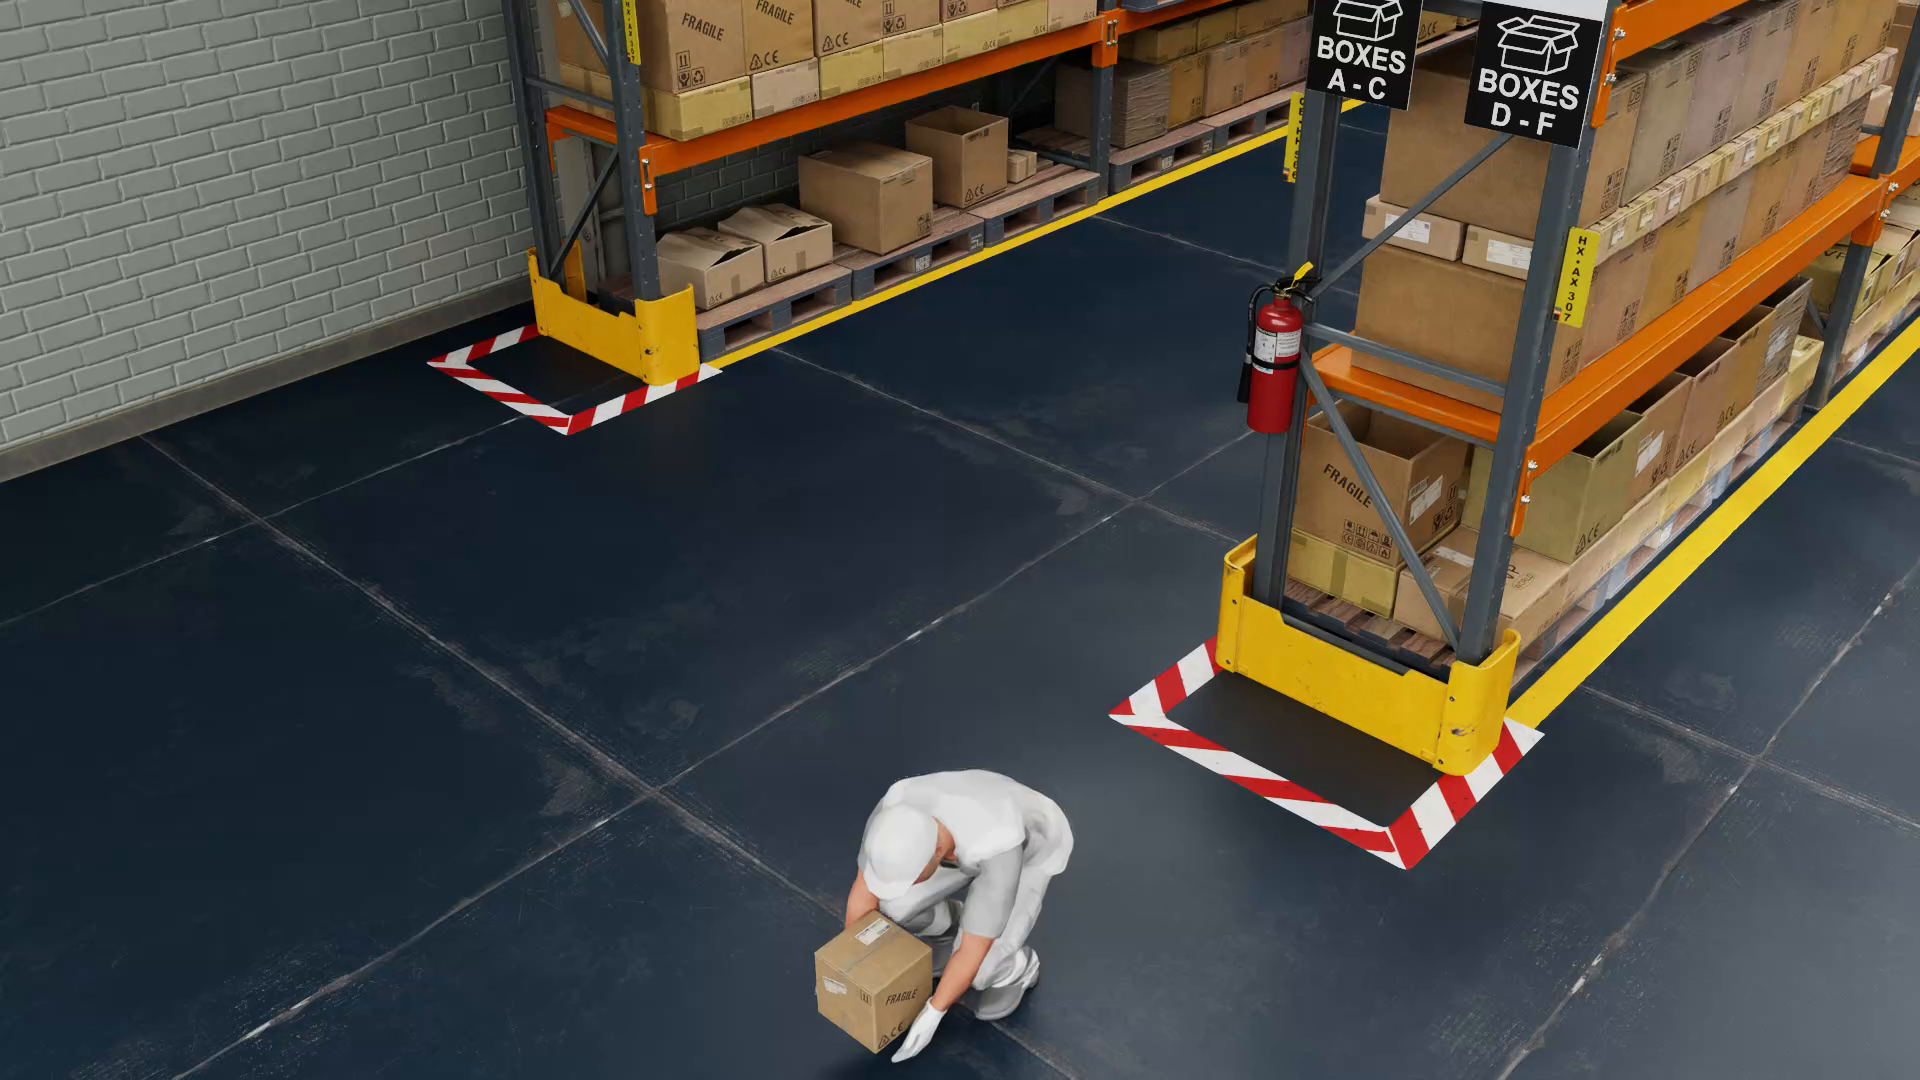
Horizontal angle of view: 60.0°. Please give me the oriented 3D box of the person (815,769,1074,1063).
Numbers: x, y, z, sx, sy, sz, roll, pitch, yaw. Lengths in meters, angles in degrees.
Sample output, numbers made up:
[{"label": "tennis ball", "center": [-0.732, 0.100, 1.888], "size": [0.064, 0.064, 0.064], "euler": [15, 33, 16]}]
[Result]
[{"label": "person", "center": [-0.003, 1.062, 5.119], "size": [0.573, 0.998, 0.882], "euler": [25, 39, 35]}]
